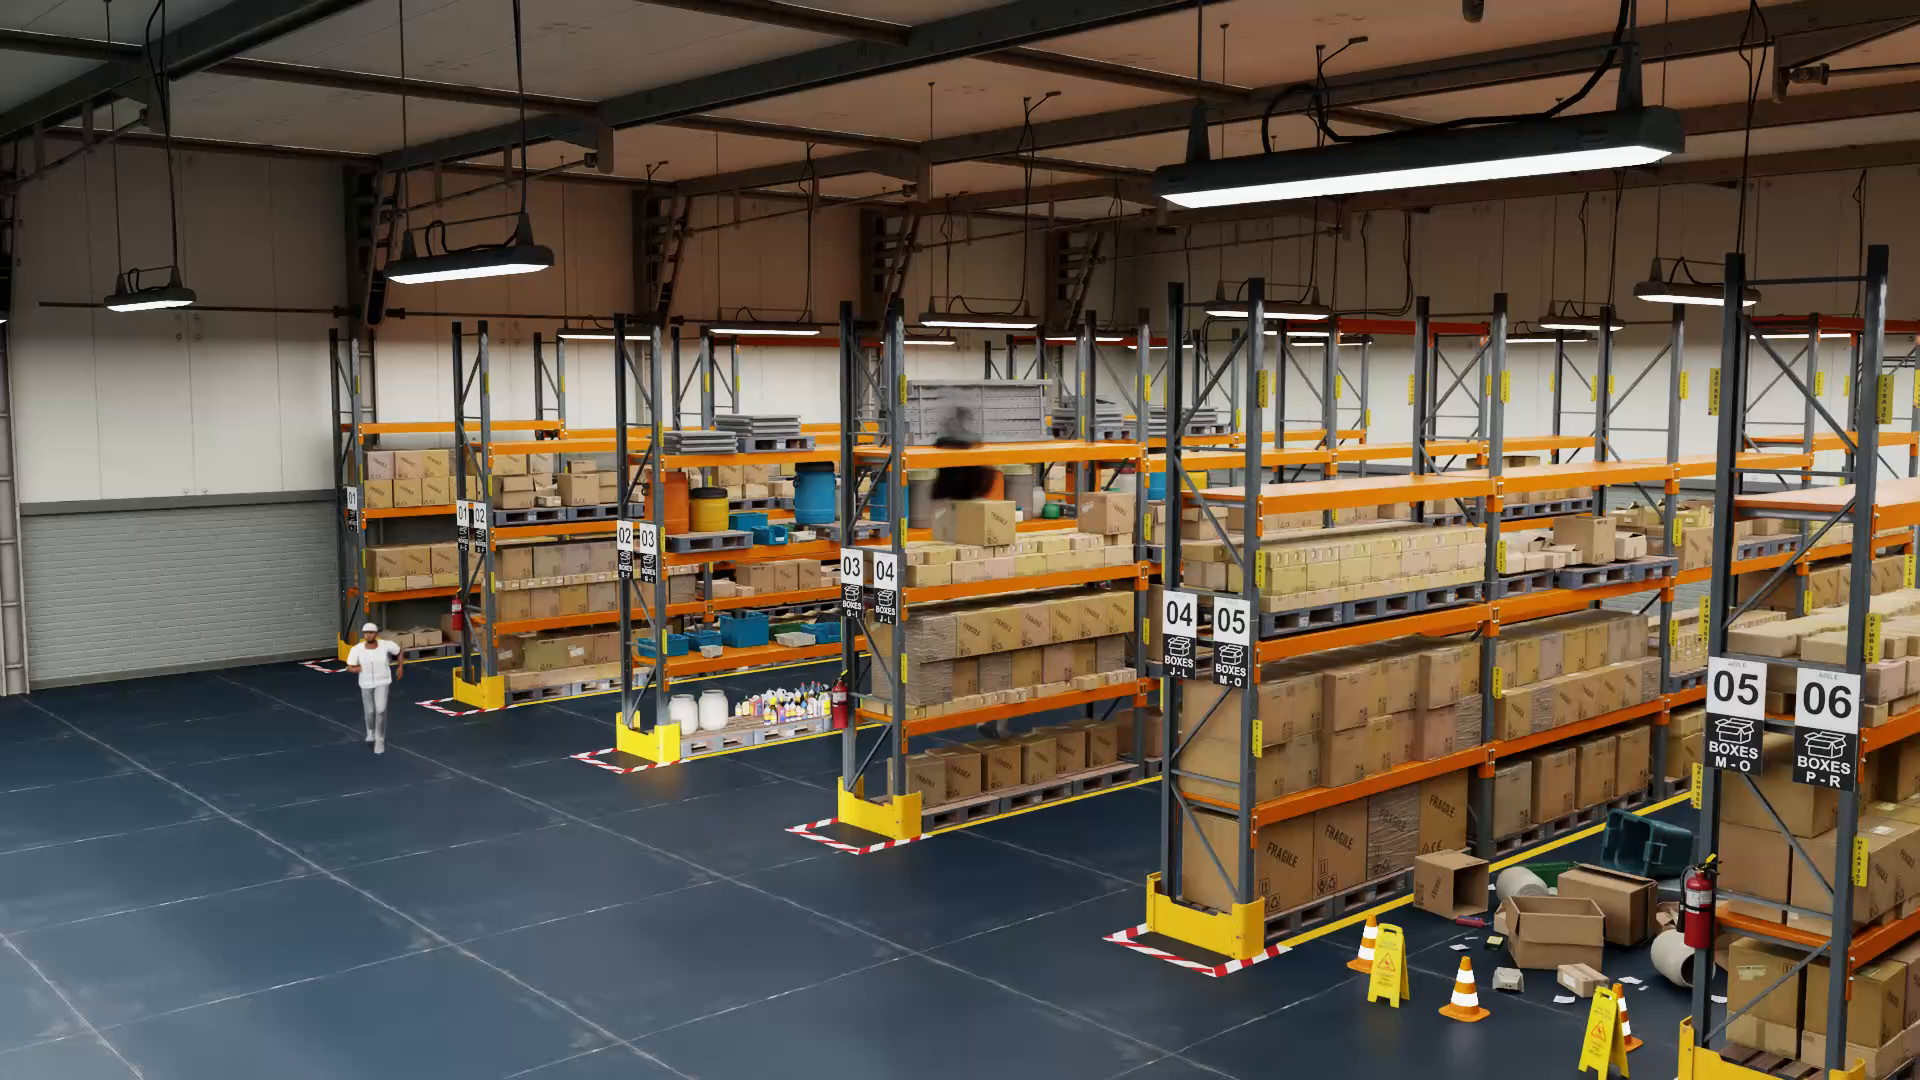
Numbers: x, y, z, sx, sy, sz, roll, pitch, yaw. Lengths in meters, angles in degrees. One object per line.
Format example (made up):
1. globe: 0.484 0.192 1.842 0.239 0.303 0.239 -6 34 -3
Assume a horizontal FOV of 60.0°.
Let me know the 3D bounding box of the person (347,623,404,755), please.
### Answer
1. person: -8.065 2.028 22.953 0.709 1.815 0.896 -1 6 -10

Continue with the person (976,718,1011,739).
1. person: 0.458 2.138 22.178 0.583 1.647 0.700 5 8 41
